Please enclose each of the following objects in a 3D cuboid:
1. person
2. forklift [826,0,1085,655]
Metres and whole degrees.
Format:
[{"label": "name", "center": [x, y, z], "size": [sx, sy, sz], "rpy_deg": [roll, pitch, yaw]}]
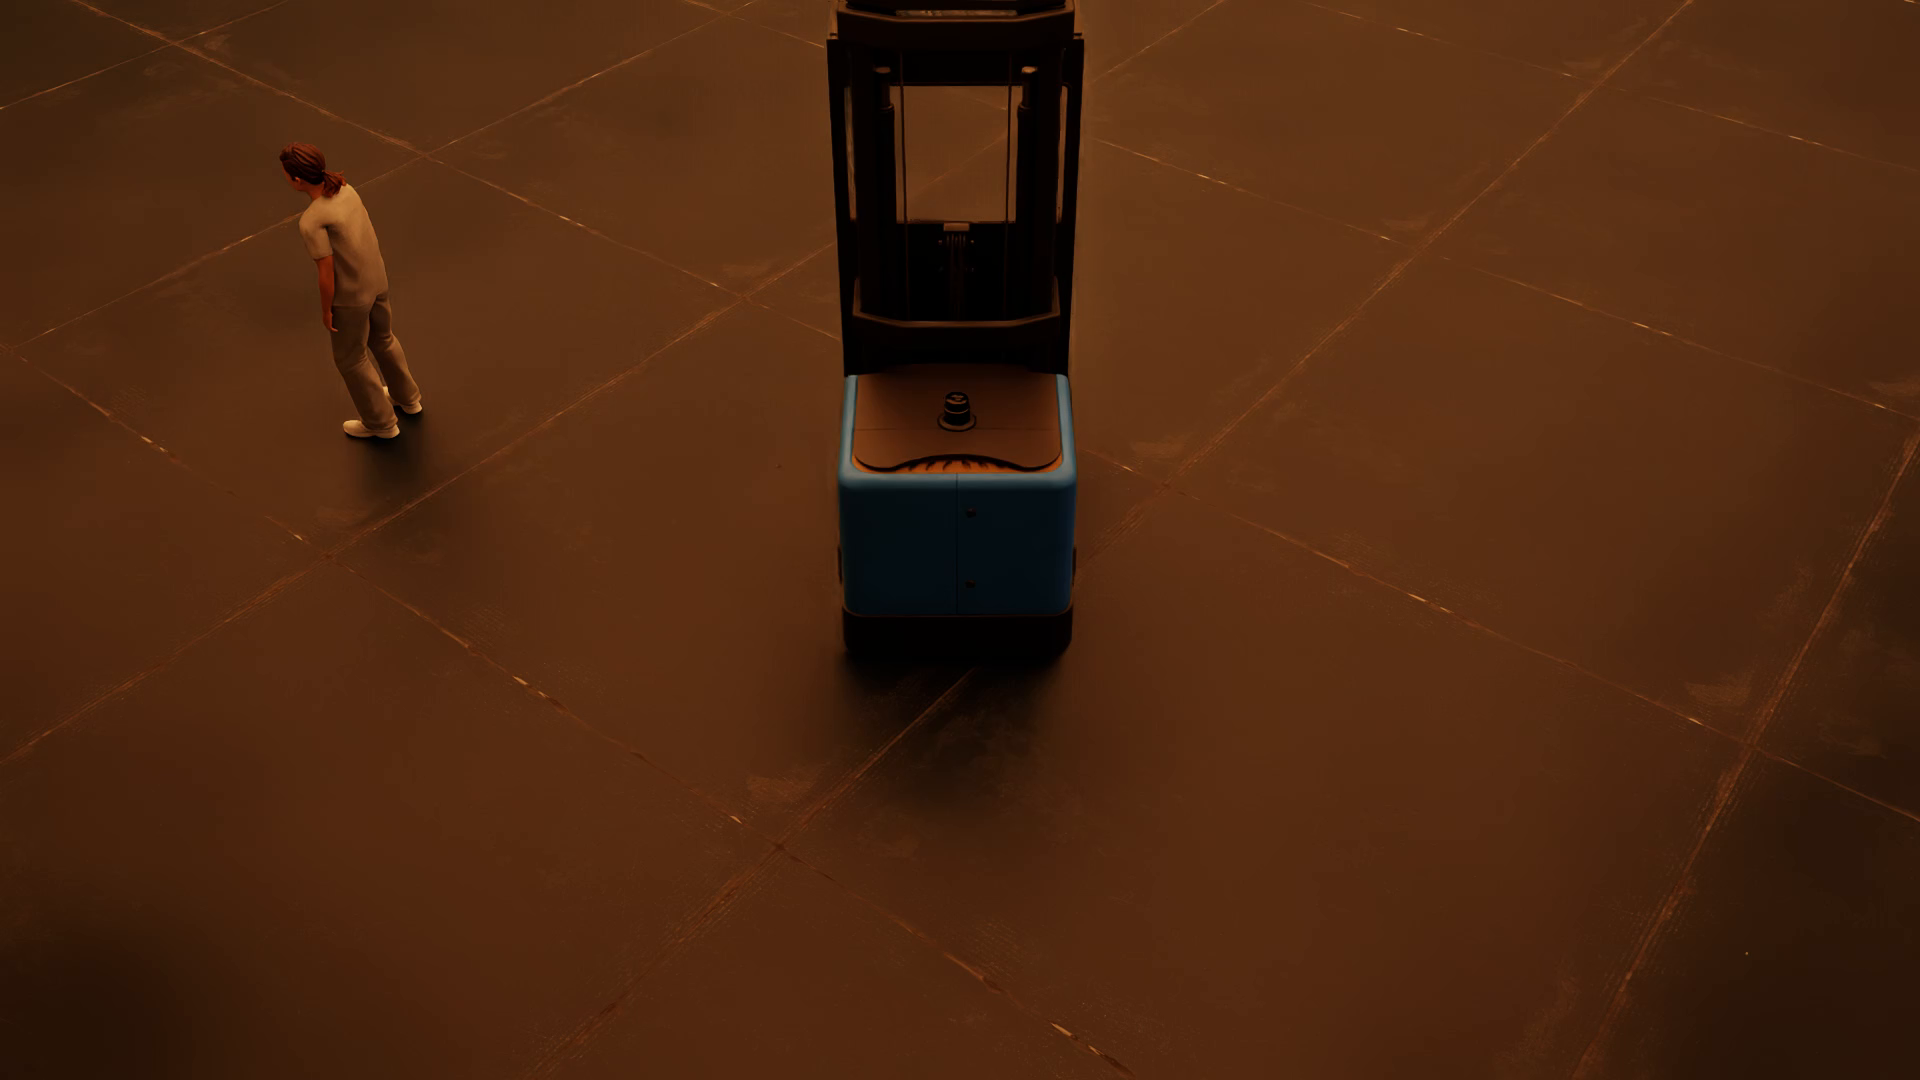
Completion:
[{"label": "person", "center": [-3.128, -1.277, 8.544], "size": [0.364, 1.671, 0.497], "rpy_deg": [11, 42, 12]}, {"label": "forklift", "center": [-0.021, -1.518, 7.854], "size": [1.130, 2.935, 3.031], "rpy_deg": [0, 40, 0]}]
